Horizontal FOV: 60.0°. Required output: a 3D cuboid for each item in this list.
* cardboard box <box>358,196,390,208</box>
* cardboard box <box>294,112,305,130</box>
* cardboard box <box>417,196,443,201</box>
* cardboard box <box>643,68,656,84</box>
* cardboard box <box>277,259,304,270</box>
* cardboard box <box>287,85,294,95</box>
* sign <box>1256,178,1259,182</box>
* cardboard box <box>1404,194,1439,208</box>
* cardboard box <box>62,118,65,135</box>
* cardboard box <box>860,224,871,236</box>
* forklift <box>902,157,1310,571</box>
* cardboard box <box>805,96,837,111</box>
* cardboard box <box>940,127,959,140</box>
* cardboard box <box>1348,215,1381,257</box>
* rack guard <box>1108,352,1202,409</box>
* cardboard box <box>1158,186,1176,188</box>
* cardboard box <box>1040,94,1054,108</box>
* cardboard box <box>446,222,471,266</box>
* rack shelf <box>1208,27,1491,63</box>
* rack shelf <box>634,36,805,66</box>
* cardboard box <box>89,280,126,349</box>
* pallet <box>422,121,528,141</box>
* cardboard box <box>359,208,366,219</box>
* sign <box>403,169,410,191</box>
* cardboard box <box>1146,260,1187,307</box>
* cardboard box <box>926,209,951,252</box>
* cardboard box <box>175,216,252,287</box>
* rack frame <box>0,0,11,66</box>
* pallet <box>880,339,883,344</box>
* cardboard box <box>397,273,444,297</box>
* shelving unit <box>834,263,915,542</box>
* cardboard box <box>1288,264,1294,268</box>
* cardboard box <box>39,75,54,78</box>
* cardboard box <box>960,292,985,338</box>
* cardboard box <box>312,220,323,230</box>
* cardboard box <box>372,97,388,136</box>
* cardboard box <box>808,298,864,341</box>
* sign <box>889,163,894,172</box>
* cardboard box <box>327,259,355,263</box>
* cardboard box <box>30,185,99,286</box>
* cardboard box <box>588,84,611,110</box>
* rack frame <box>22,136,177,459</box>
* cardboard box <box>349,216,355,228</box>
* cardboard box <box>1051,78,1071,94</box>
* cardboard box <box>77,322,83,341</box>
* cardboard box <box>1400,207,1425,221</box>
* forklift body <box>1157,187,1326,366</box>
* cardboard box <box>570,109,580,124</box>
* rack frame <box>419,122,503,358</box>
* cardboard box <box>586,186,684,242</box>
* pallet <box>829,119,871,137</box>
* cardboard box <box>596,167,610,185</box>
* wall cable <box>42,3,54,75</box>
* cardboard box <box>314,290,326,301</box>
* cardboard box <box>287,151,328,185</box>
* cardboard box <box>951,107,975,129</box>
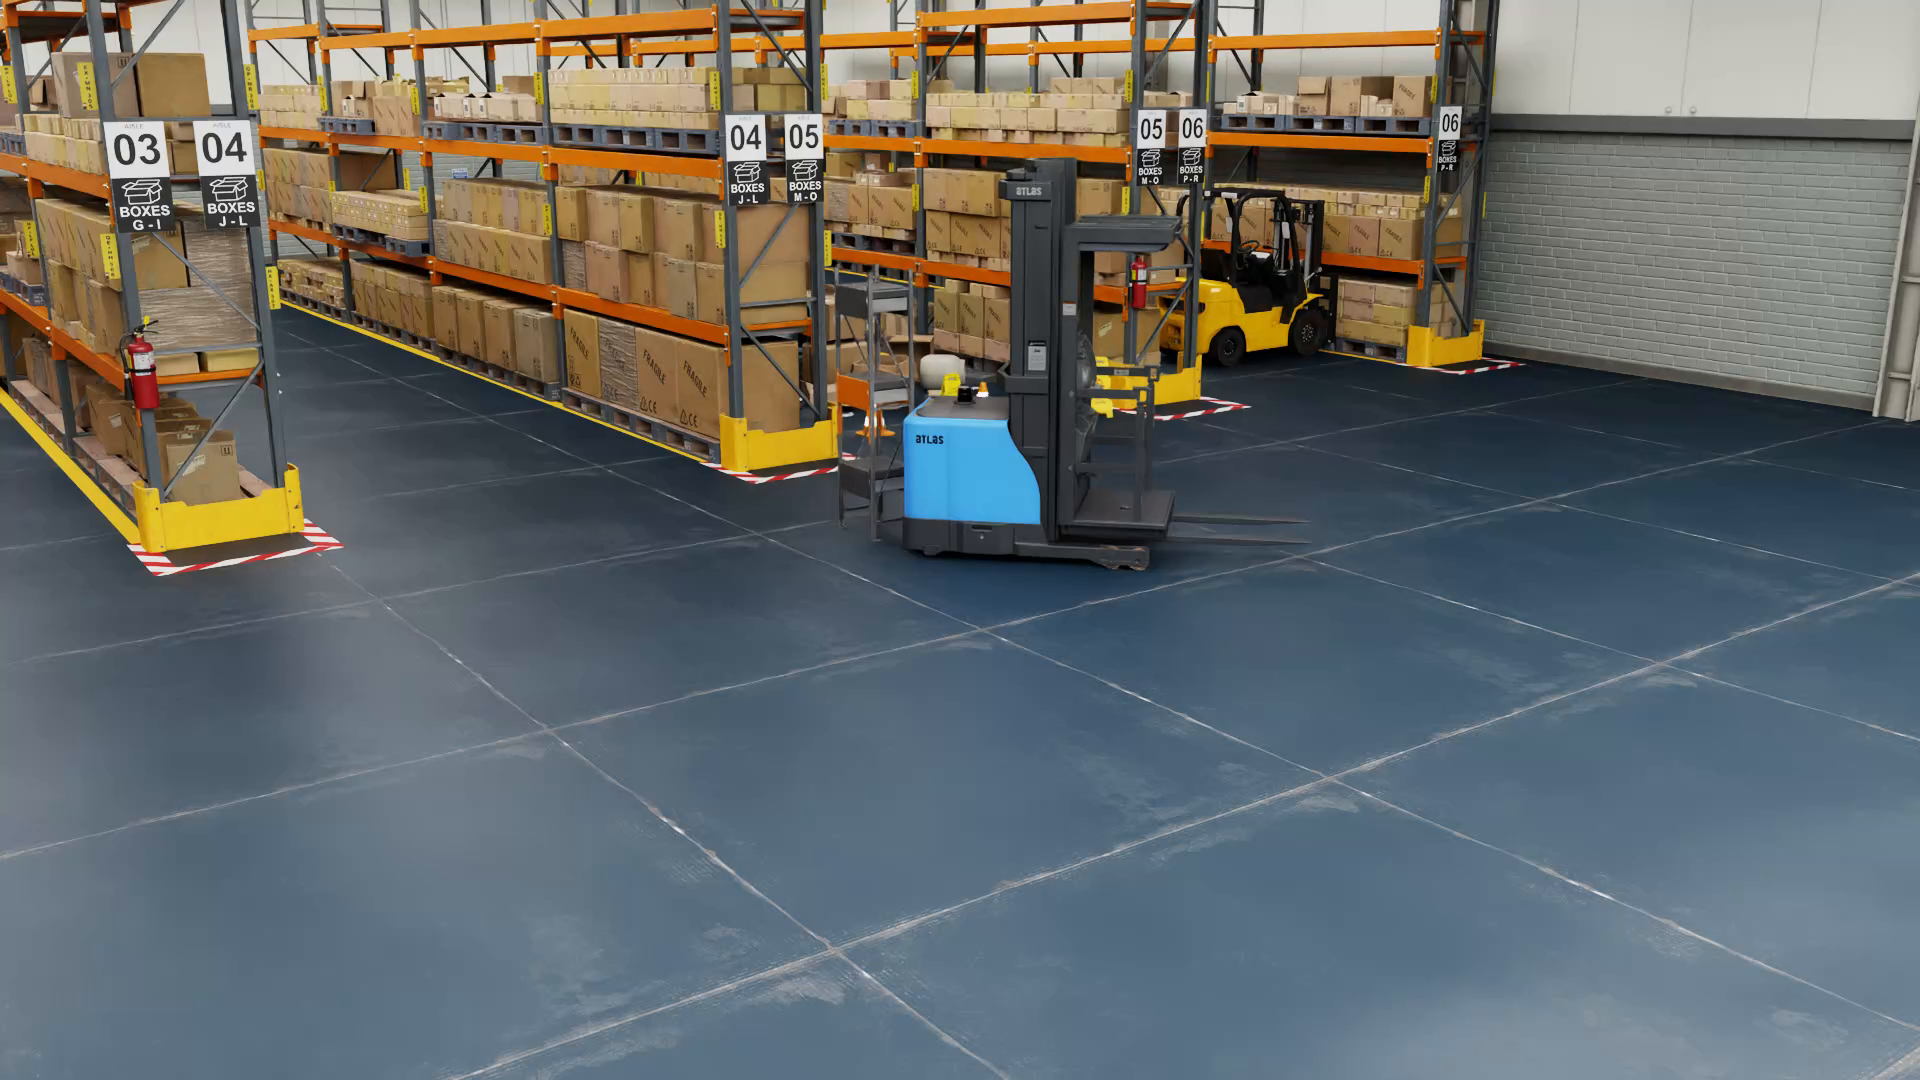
[{"bbox_3d":[-8.141,-4.701,23.123,0.380,0.149,0.250,-10,18,-32],"label":"cardboard box"},{"bbox_3d":[-9.852,-6.418,25.446,0.500,0.250,0.500,-11,19,-35],"label":"cardboard box"},{"bbox_3d":[-7.299,-4.687,23.073,0.380,0.149,0.250,-10,18,-33],"label":"cardboard box"},{"bbox_3d":[-2.774,-4.399,15.764,0.380,0.149,0.250,-11,19,-34],"label":"cardboard box"},{"bbox_3d":[-11.080,-4.568,27.562,0.380,0.149,0.250,-12,19,-37],"label":"cardboard box"},{"bbox_3d":[-10.113,-6.919,25.575,0.380,0.149,0.250,-11,19,-35],"label":"cardboard box"},{"bbox_3d":[4.348,-5.159,24.454,0.100,0.325,0.005,-11,19,-35],"label":"sign"},{"bbox_3d":[5.871,-4.311,21.163,0.380,0.149,0.250,-11,19,-34],"label":"cardboard box"},{"bbox_3d":[-7.211,-3.435,13.790,0.380,0.149,0.250,-10,18,-33],"label":"cardboard box"},{"bbox_3d":[-1.113,-4.156,22.260,0.380,0.149,0.250,-11,19,-34],"label":"cardboard box"},{"bbox_3d":[1.132,-1.341,12.424,3.031,2.935,1.130,3,16,10],"label":"forklift"},{"bbox_3d":[-1.916,-5.991,23.411,0.700,0.500,0.500,-11,19,-35],"label":"cardboard box"},{"bbox_3d":[-0.021,-5.002,20.462,0.380,0.149,0.250,-11,19,-34],"label":"cardboard box"},{"bbox_3d":[5.452,-3.987,21.774,0.500,0.500,0.500,-10,18,-33],"label":"cardboard box"},{"bbox_3d":[2.194,-1.802,18.713,1.175,0.500,0.348,-11,19,-35],"label":"rack guard"},{"bbox_3d":[3.160,-5.367,25.584,0.380,0.149,0.250,-11,19,-35],"label":"cardboard box"},{"bbox_3d":[1.138,-5.016,19.005,0.380,0.149,0.250,-12,19,-36],"label":"cardboard box"},{"bbox_3d":[-6.063,-3.712,20.768,0.500,0.500,0.500,-11,19,-35],"label":"cardboard box"},{"bbox_3d":[5.076,-6.543,22.058,1.077,0.370,4.000,-11,19,-35],"label":"rack shelf"},{"bbox_3d":[-3.641,-7.480,25.481,1.077,0.370,4.000,-11,19,-35],"label":"rack shelf"},{"bbox_3d":[-6.469,-1.855,13.418,0.875,0.500,0.500,-11,19,-35],"label":"cardboard box"},{"bbox_3d":[-5.988,-5.136,20.836,1.213,0.211,1.003,-10,18,-32],"label":"pallet"},{"bbox_3d":[-8.126,-4.554,23.149,0.380,0.149,0.250,-11,19,-35],"label":"cardboard box"},{"bbox_3d":[-8.315,-5.409,24.965,0.100,0.325,0.005,-11,19,-35],"label":"sign"},{"bbox_3d":[3.134,-3.951,25.531,0.875,0.625,0.625,-11,19,-35],"label":"cardboard box"},{"bbox_3d":[-0.080,-3.900,20.891,0.500,0.500,0.500,-11,19,-35],"label":"cardboard box"},{"bbox_3d":[-5.880,-2.287,13.103,0.500,0.500,0.500,-11,19,-35],"label":"cardboard box"},{"bbox_3d":[-12.833,-6.909,21.274,1.000,3.000,0.127,-11,19,-35],"label":"rack frame"},{"bbox_3d":[-1.294,-2.927,23.372,1.003,0.211,1.213,-11,19,-35],"label":"pallet"},{"bbox_3d":[-7.329,-3.480,22.627,0.500,0.250,0.500,-11,19,-34],"label":"cardboard box"},{"bbox_3d":[-0.666,-1.078,13.038,0.431,2.100,0.503,-10,18,-34],"label":"shelving unit"},{"bbox_3d":[4.656,-3.795,23.777,0.500,0.250,0.500,-11,19,-35],"label":"cardboard box"},{"bbox_3d":[-9.409,-4.619,17.451,0.500,0.500,0.500,-10,18,-34],"label":"cardboard box"},{"bbox_3d":[0.340,-2.803,20.629,0.500,0.500,0.500,-10,18,-32],"label":"cardboard box"},{"bbox_3d":[-9.783,-4.884,25.715,0.380,0.149,0.250,-12,19,-37],"label":"cardboard box"},{"bbox_3d":[-7.546,-5.699,22.347,0.500,0.500,0.500,-11,19,-35],"label":"cardboard box"},{"bbox_3d":[-1.535,-2.722,20.642,0.500,0.500,0.500,-11,19,-35],"label":"cardboard box"},{"bbox_3d":[-1.238,-6.657,30.076,0.100,0.325,0.005,-11,19,-35],"label":"sign"},{"bbox_3d":[-10.241,-4.561,27.535,0.380,0.149,0.250,-11,19,-36],"label":"cardboard box"},{"bbox_3d":[-8.483,-2.991,16.389,1.000,1.000,1.000,-11,19,-34],"label":"cardboard box"},{"bbox_3d":[-3.402,-4.461,16.748,0.500,0.250,0.500,-11,19,-35],"label":"cardboard box"},{"bbox_3d":[-8.129,-2.307,15.824,1.000,3.000,0.127,-11,19,-35],"label":"rack frame"},{"bbox_3d":[-8.444,-4.524,23.603,0.380,0.149,0.250,-11,19,-34],"label":"cardboard box"},{"bbox_3d":[1.777,-7.024,26.202,0.500,0.500,0.500,-11,19,-34],"label":"cardboard box"},{"bbox_3d":[-7.491,-1.831,14.558,0.380,0.149,0.250,-11,19,-35],"label":"cardboard box"},{"bbox_3d":[5.821,-4.154,21.154,0.380,0.149,0.250,-11,19,-34],"label":"cardboard box"},{"bbox_3d":[3.661,-3.475,21.699,2.313,2.155,1.214,-11,19,-35],"label":"forklift body"},{"bbox_3d":[-3.819,-4.393,17.254,0.380,0.149,0.250,-11,19,-35],"label":"cardboard box"},{"bbox_3d":[-6.410,-3.910,21.679,1.000,3.000,0.127,-11,19,-35],"label":"rack frame"},{"bbox_3d":[-3.451,-3.465,17.726,0.875,0.550,0.550,-11,19,-35],"label":"cardboard box"},{"bbox_3d":[-1.002,-5.571,22.423,1.213,0.211,1.003,-11,19,-35],"label":"pallet"},{"bbox_3d":[-5.916,-6.359,28.545,0.500,0.500,0.500,-11,19,-34],"label":"cardboard box"},{"bbox_3d":[-15.721,-11.057,30.336,2.277,5.999,0.120,-11,19,-35],"label":"wall cable"},{"bbox_3d":[-9.876,-3.843,26.041,0.380,0.149,0.250,-11,19,-35],"label":"cardboard box"},{"bbox_3d":[-10.172,-5.825,26.031,0.500,0.500,0.500,-12,19,-36],"label":"cardboard box"},{"bbox_3d":[0.235,-5.118,20.133,0.500,0.250,0.500,-11,19,-35],"label":"cardboard box"}]
